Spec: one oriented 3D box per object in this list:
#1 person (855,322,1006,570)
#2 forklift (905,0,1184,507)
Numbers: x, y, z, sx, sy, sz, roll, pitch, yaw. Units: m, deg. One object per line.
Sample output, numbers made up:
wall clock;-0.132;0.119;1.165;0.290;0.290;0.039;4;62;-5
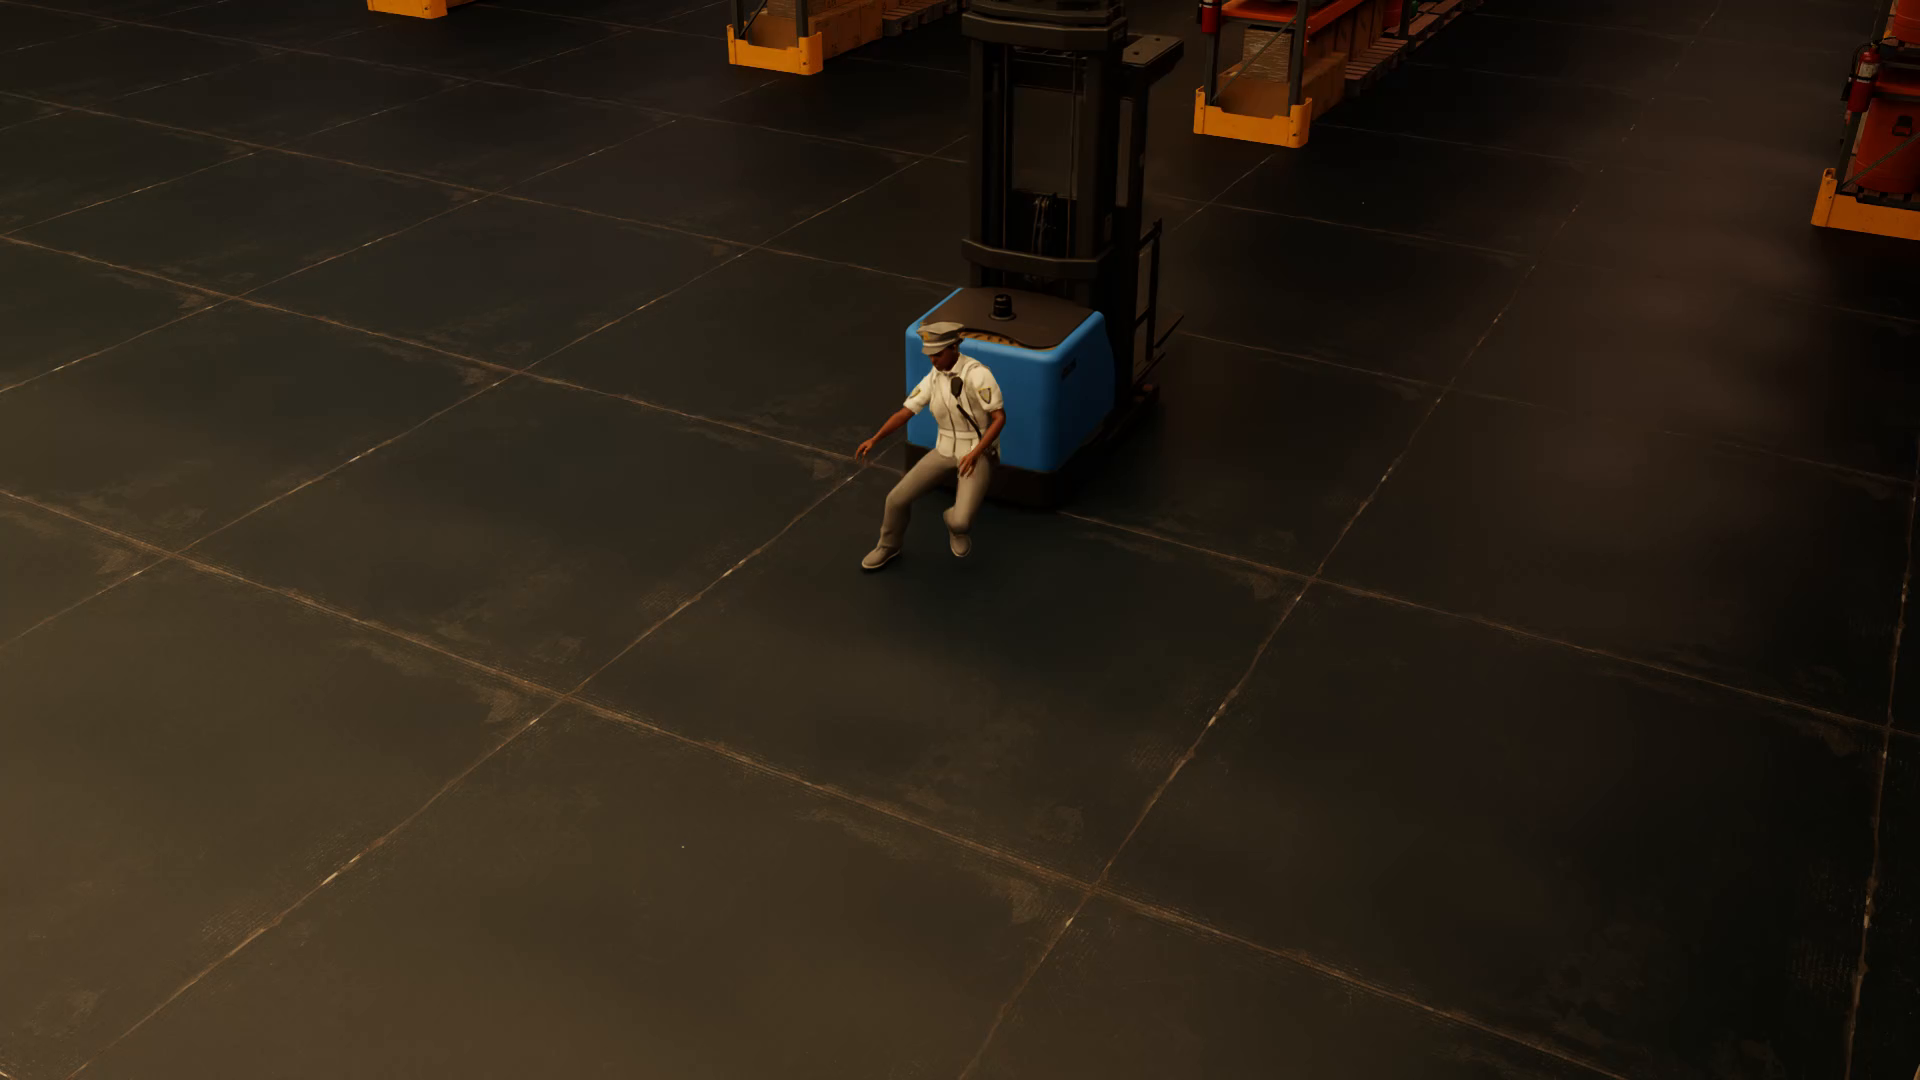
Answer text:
person;-0.162;-0.459;9.305;0.763;1.483;0.723;21;36;31
forklift;0.740;-2.185;10.857;1.130;2.935;3.031;13;33;22
